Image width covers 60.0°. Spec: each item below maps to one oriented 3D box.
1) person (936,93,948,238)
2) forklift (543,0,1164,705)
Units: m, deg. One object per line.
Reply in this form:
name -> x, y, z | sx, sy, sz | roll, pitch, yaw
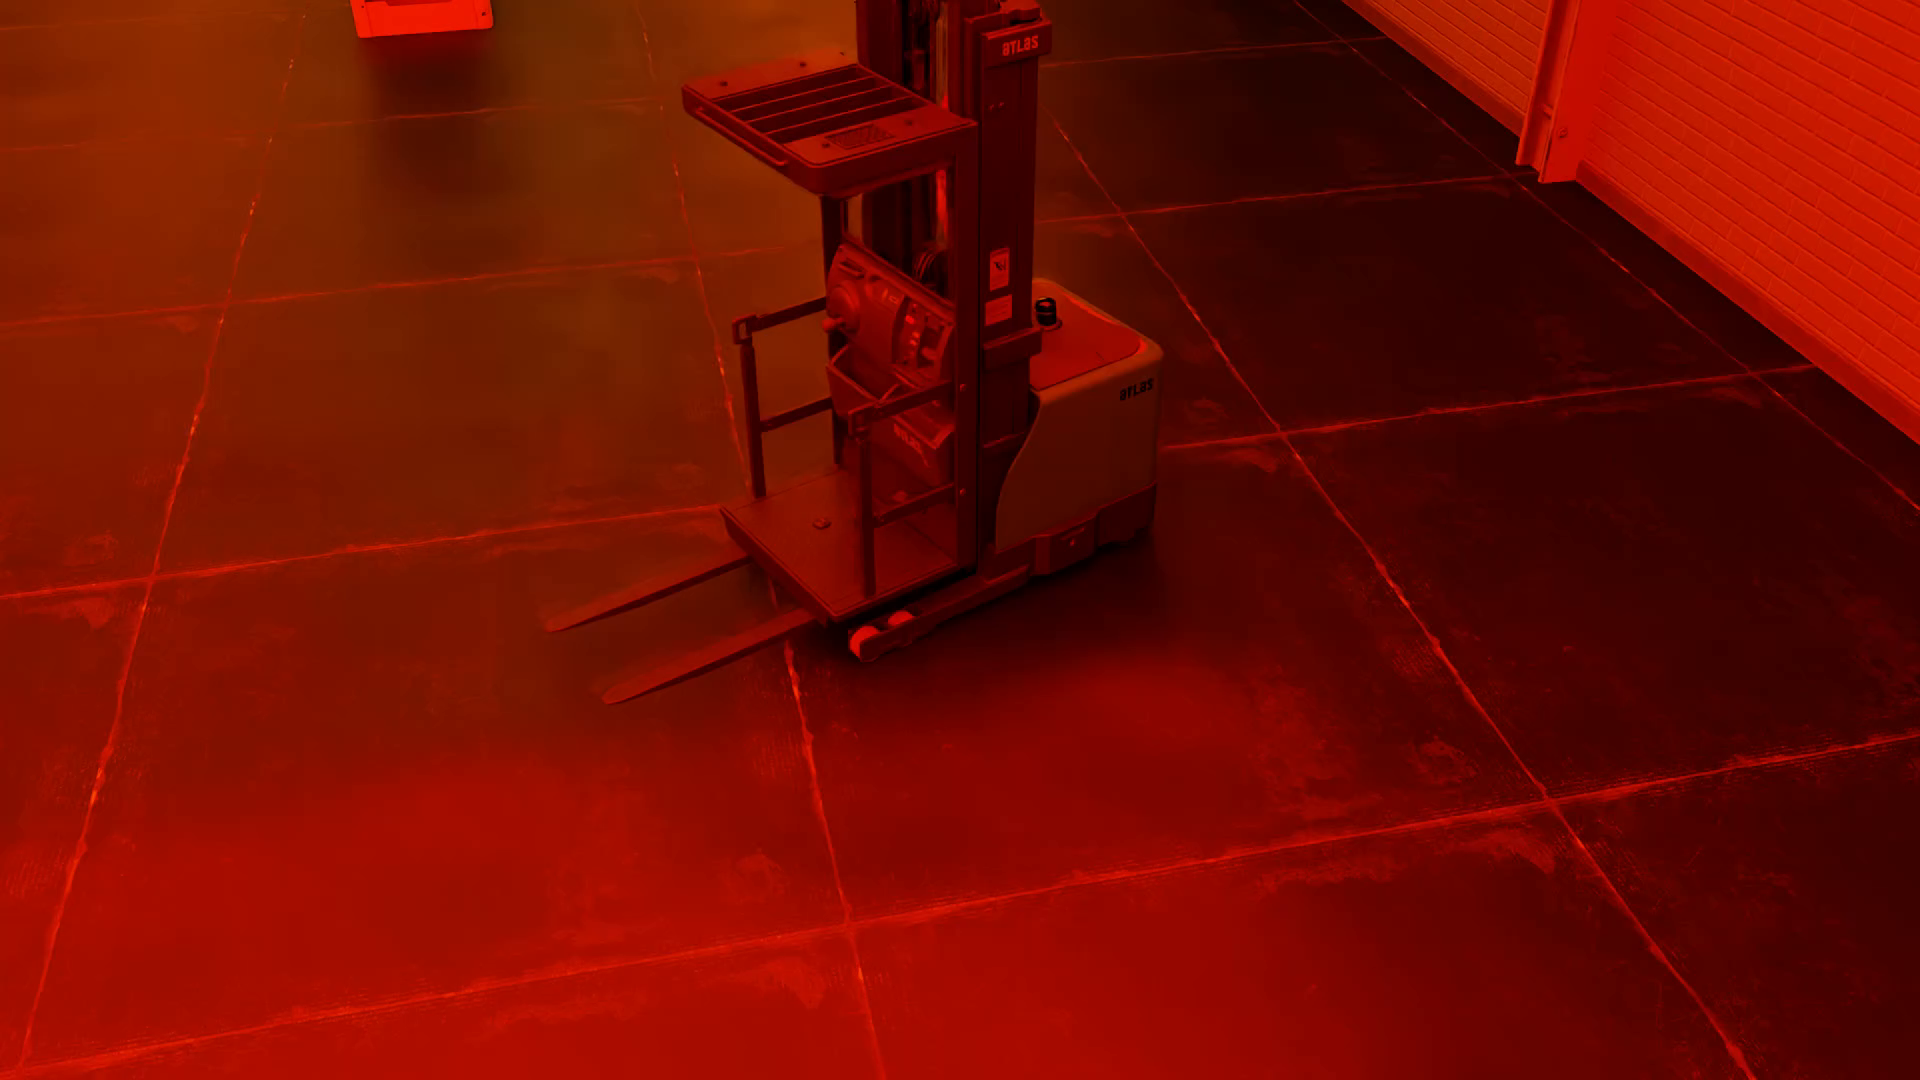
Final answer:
person -> 0.044, -2.064, 9.949 | 0.396, 1.725, 0.589 | -1, 36, -2
forklift -> -0.492, -0.973, 7.402 | 3.031, 2.935, 1.130 | -23, 42, -28
